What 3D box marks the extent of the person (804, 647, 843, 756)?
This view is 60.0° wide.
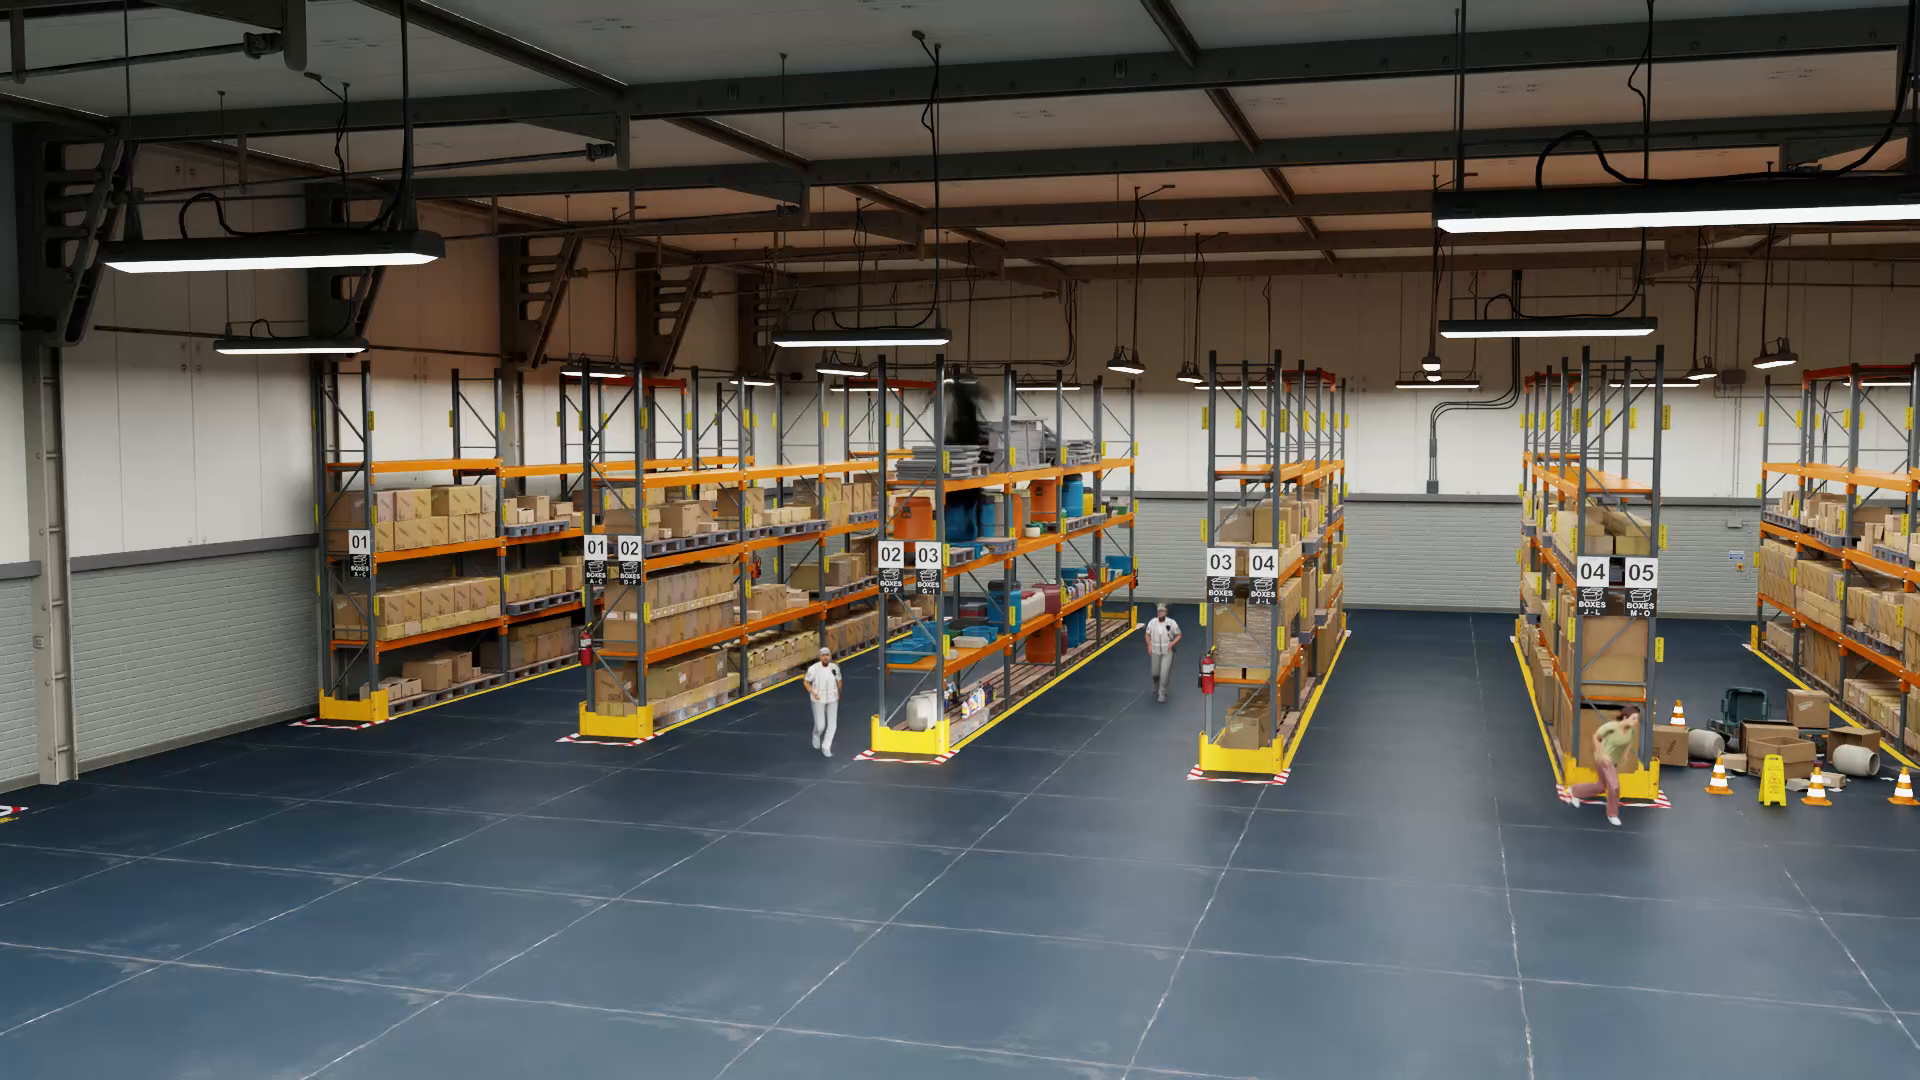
[{"bbox_3d":[-2.040,2.424,24.981,0.586,1.639,0.528,-1,4,-16],"label":"person"}]

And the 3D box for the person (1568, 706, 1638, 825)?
[{"bbox_3d":[8.094,2.809,20.912,0.583,1.458,1.008,-2,4,-24],"label":"person"}]

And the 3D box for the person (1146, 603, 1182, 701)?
[{"bbox_3d":[3.649,2.004,29.878,0.653,1.758,0.645,1,4,15],"label":"person"}]
